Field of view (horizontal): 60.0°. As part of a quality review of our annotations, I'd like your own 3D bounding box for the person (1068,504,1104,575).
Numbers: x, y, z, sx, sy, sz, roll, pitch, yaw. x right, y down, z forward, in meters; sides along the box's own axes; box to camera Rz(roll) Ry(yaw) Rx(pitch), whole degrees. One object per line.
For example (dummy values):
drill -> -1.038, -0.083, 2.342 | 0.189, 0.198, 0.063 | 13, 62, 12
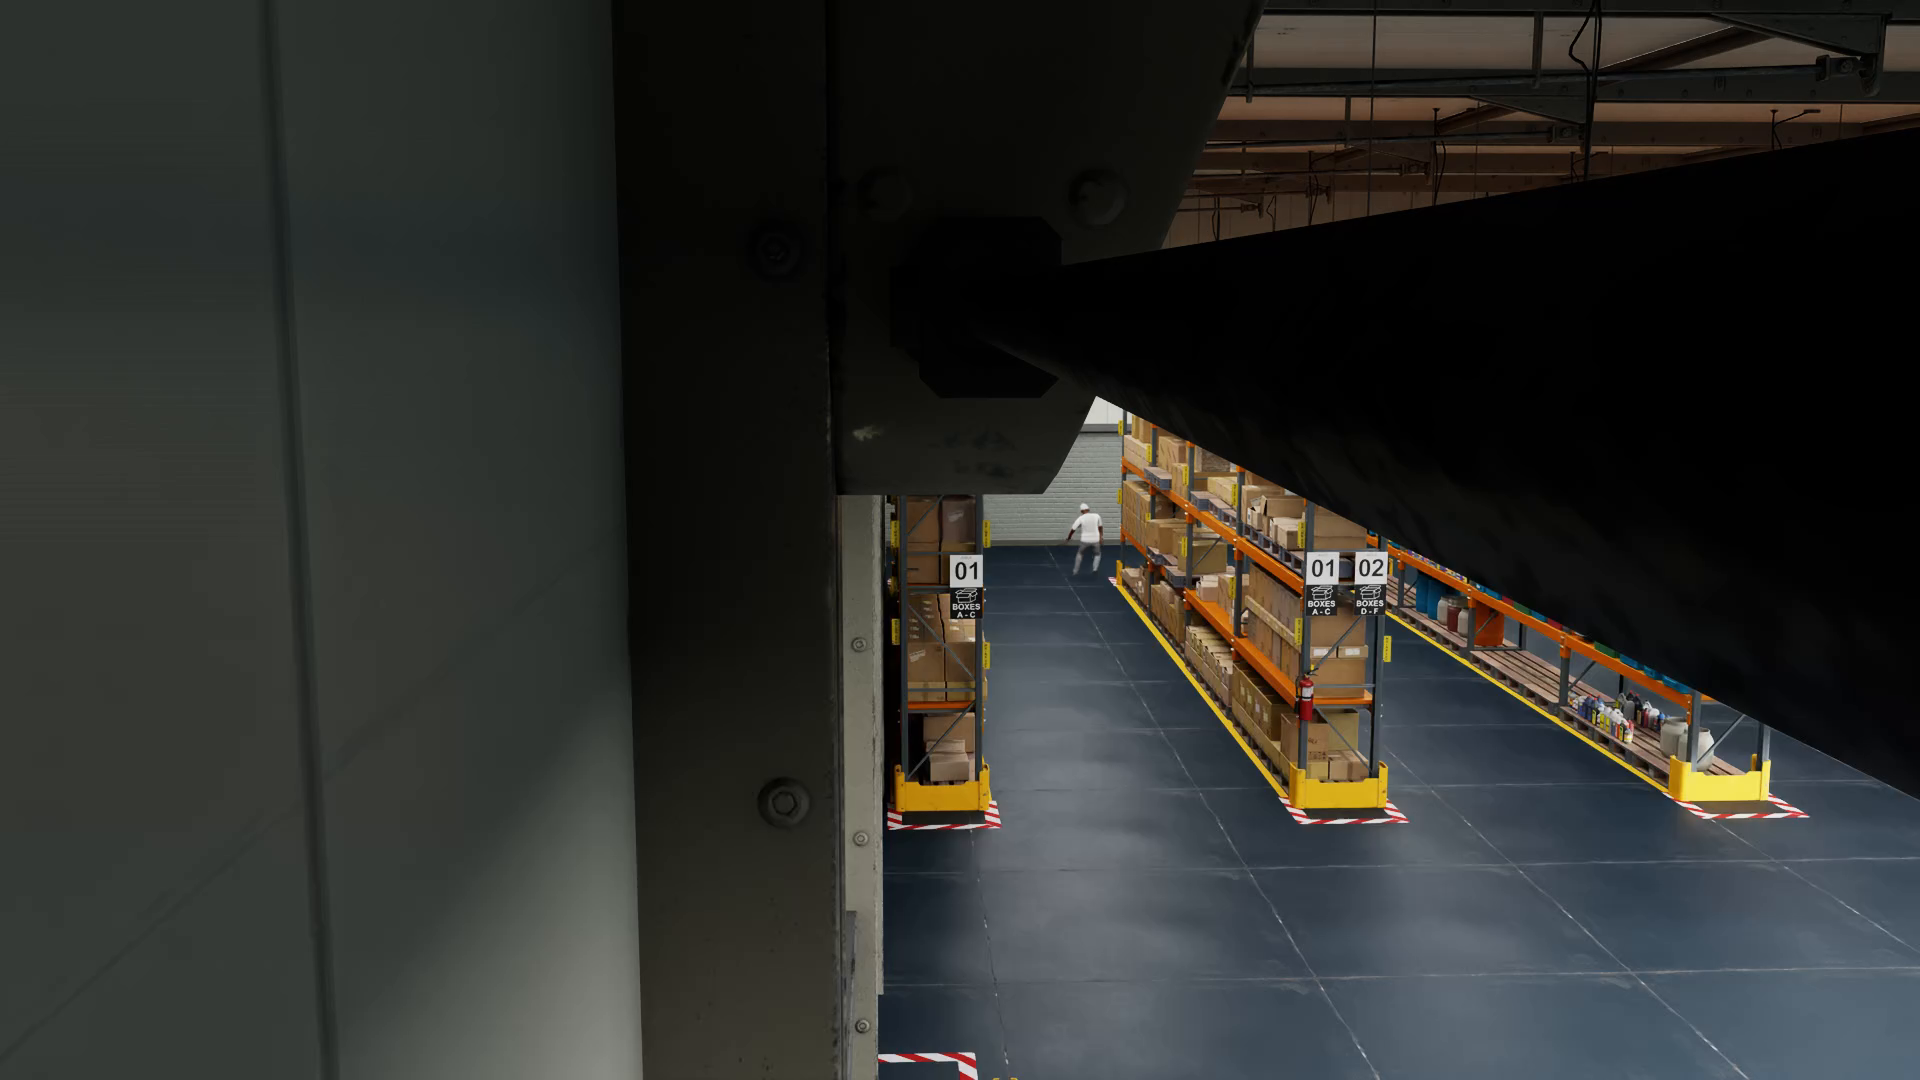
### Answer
person -> 2.842, 0.007, 37.503 | 0.813, 1.632, 0.685 | 0, 8, 3
